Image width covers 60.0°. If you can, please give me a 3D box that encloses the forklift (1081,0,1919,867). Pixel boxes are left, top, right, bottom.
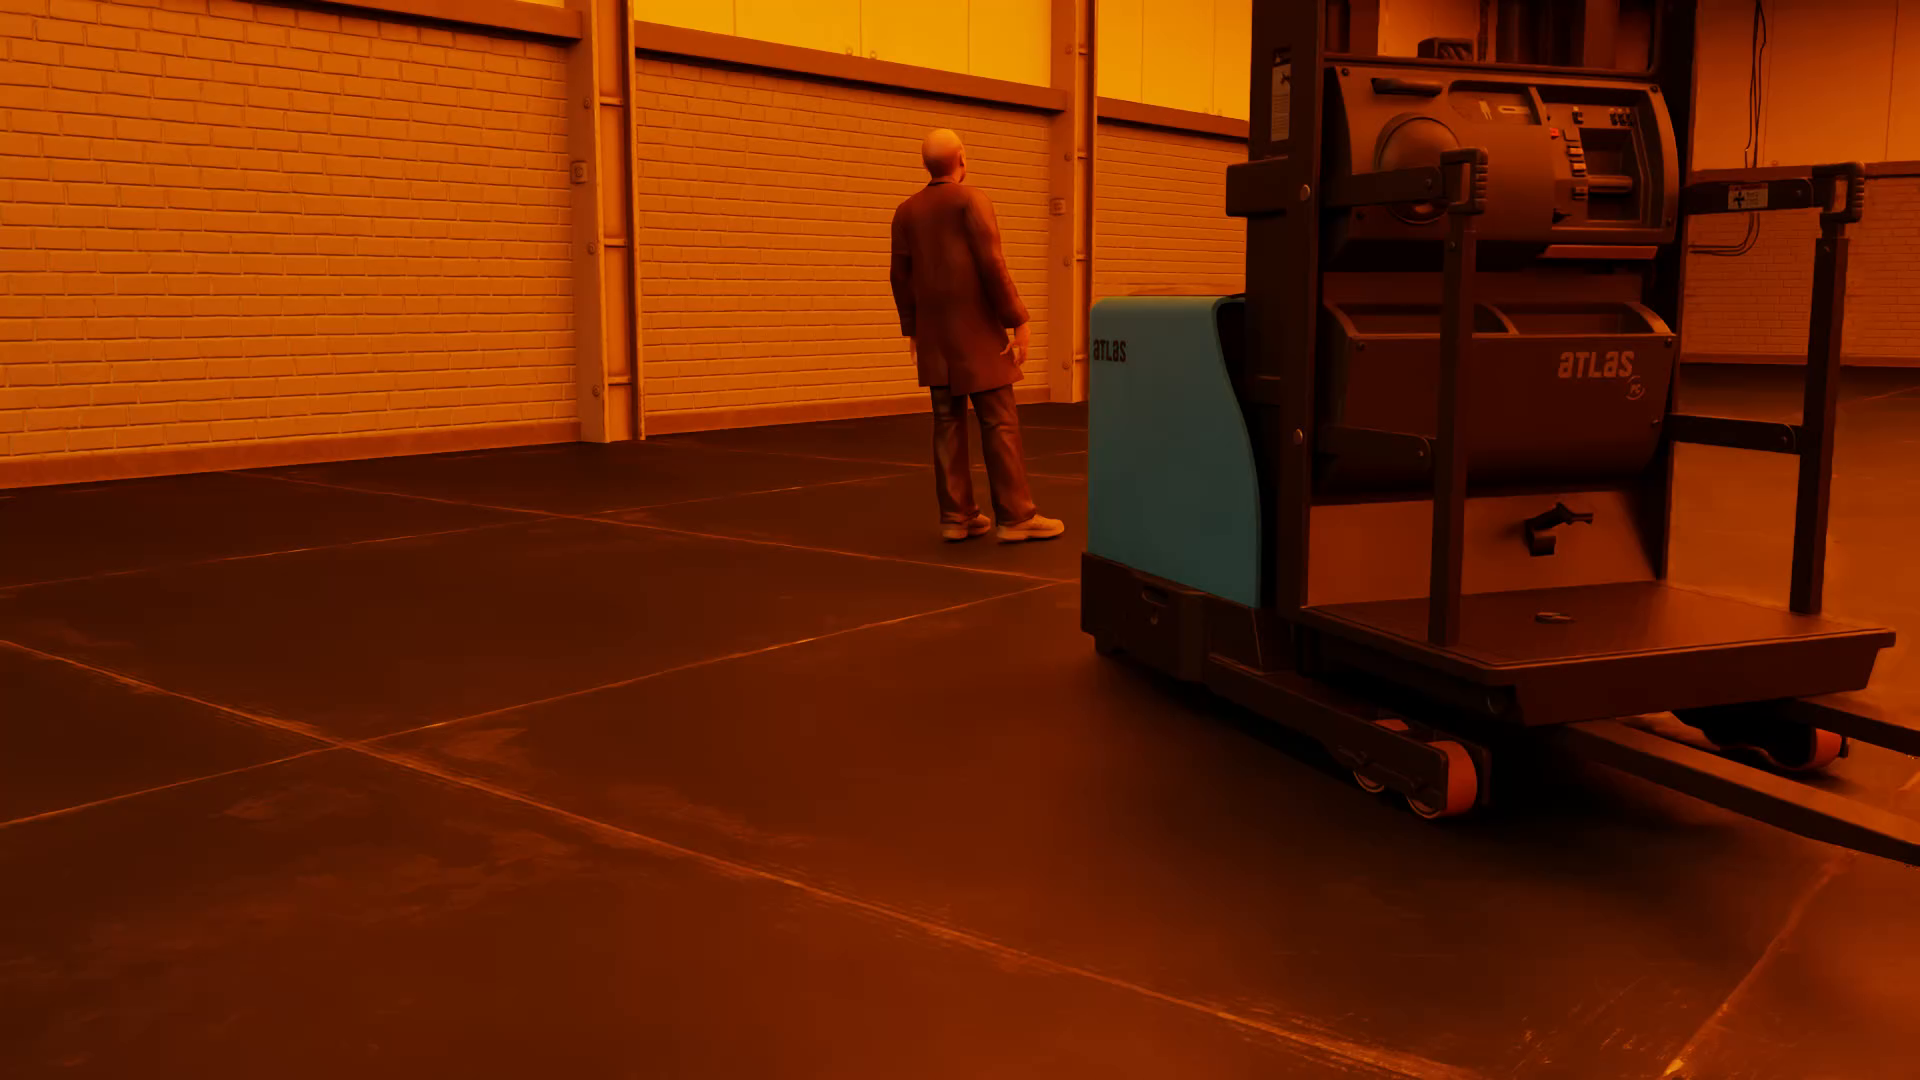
[{"bbox_3d":[1.365,-0.938,3.693,1.130,2.935,3.031,-3,9,-21],"label":"forklift"}]

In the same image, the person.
[{"bbox_3d":[0.061,-0.896,7.342,0.696,1.775,0.582,7,11,38],"label":"person"}]
